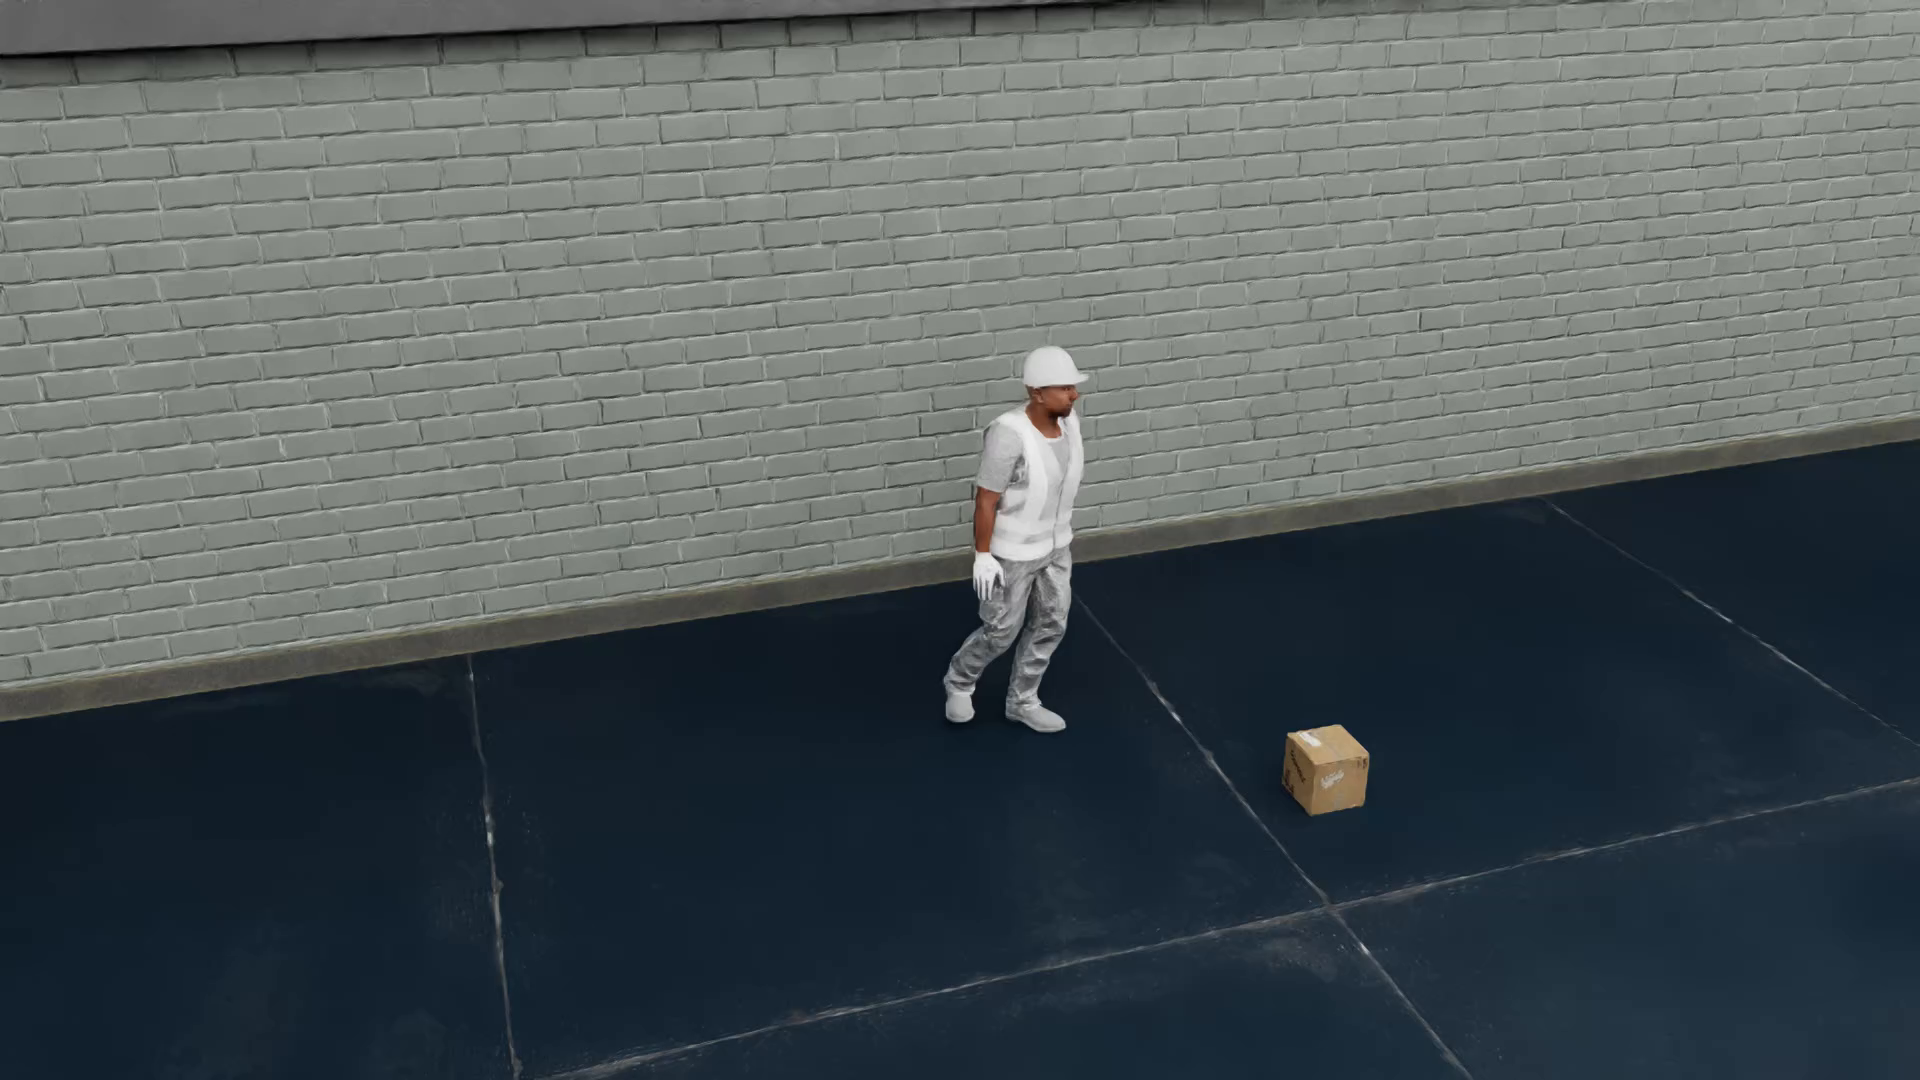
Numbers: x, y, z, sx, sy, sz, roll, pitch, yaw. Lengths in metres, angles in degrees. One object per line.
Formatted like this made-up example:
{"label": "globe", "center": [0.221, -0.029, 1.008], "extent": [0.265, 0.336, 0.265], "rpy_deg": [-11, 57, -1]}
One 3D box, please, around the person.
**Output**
{"label": "person", "center": [0.228, 0.002, 7.088], "extent": [0.573, 1.768, 0.623], "rpy_deg": [22, 34, 38]}
